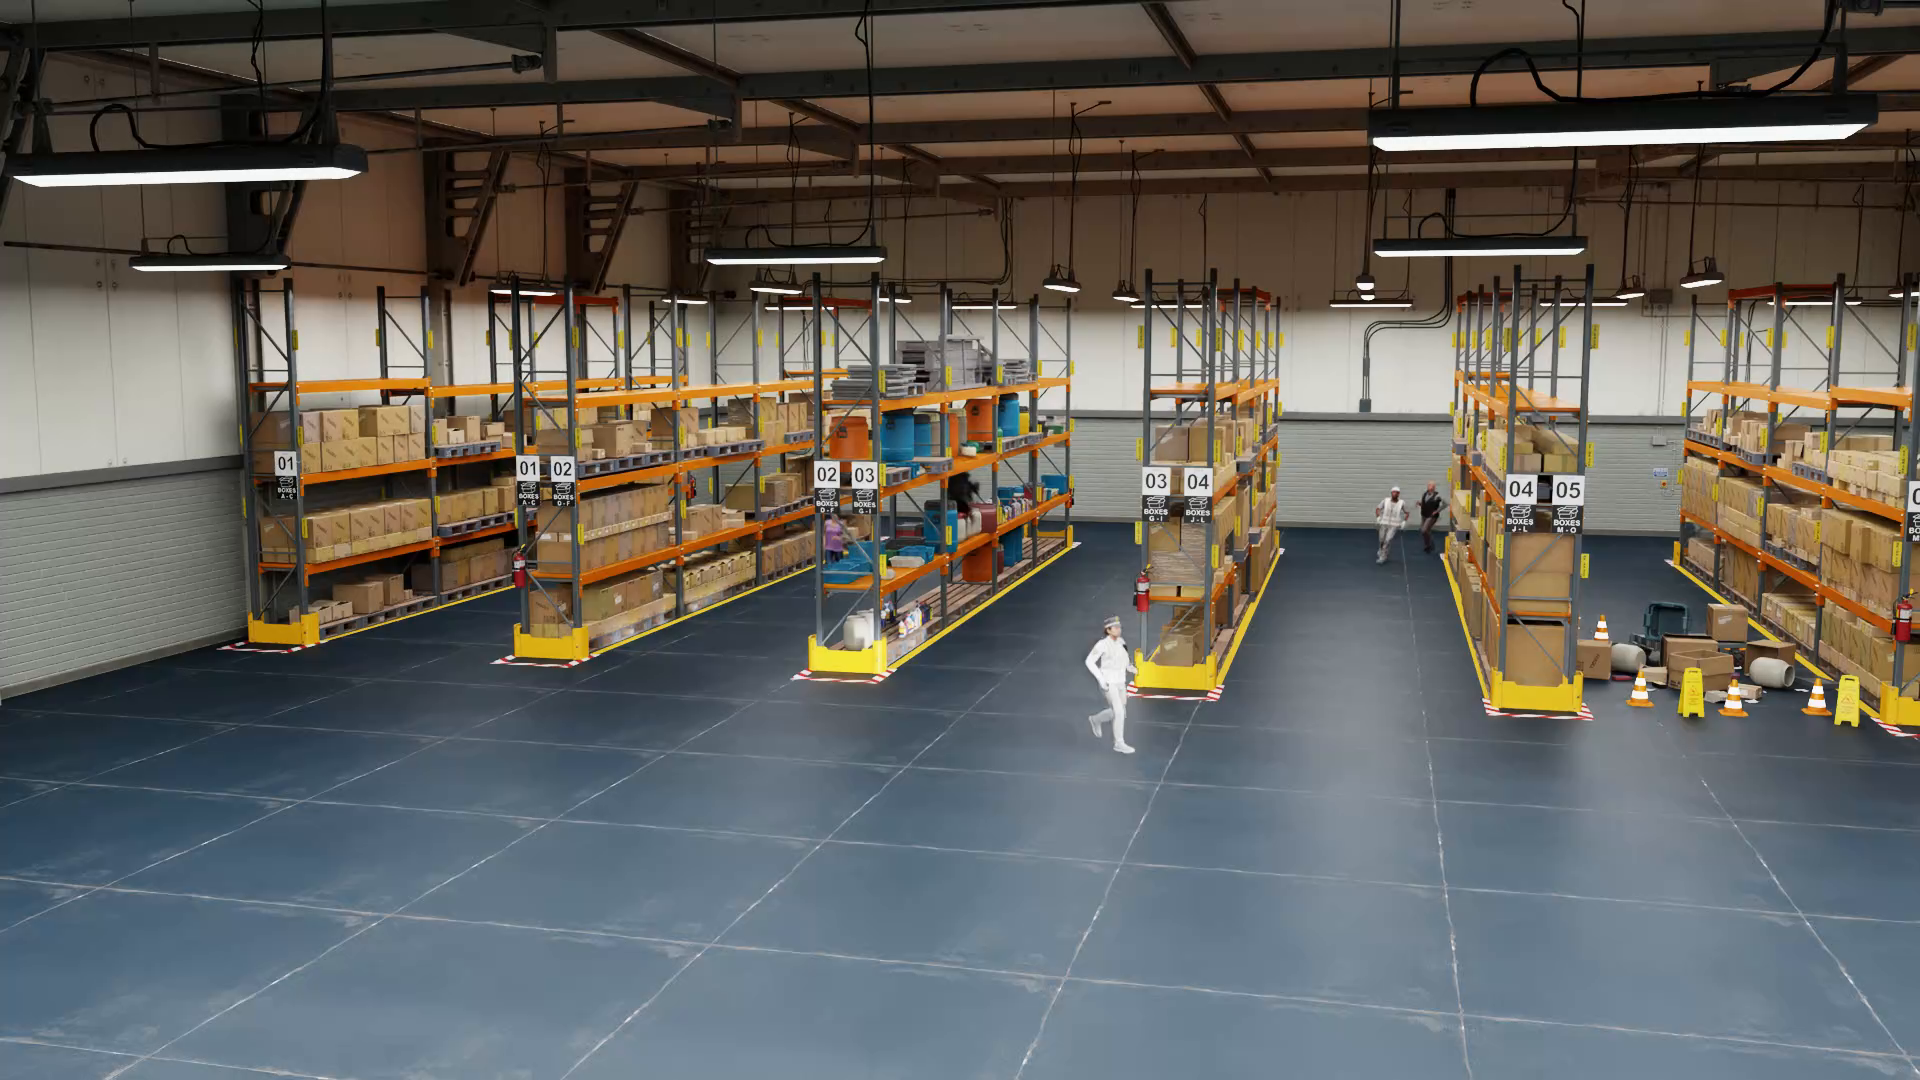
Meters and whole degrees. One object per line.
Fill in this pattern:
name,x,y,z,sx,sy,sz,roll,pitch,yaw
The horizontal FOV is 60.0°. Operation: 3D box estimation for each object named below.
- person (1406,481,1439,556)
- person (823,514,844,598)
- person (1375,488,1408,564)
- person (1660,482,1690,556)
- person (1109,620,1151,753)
person,10.830,-0.520,38.958,0.856,1.758,0.665,-5,8,-33
person,-2.383,0.230,30.613,0.531,1.615,0.819,0,7,4
person,9.653,-0.306,37.211,0.713,1.725,0.547,2,7,17
person,16.595,-0.445,38.349,0.892,1.785,0.714,5,8,34
person,2.073,1.773,20.092,0.585,1.653,0.528,-6,9,-42
